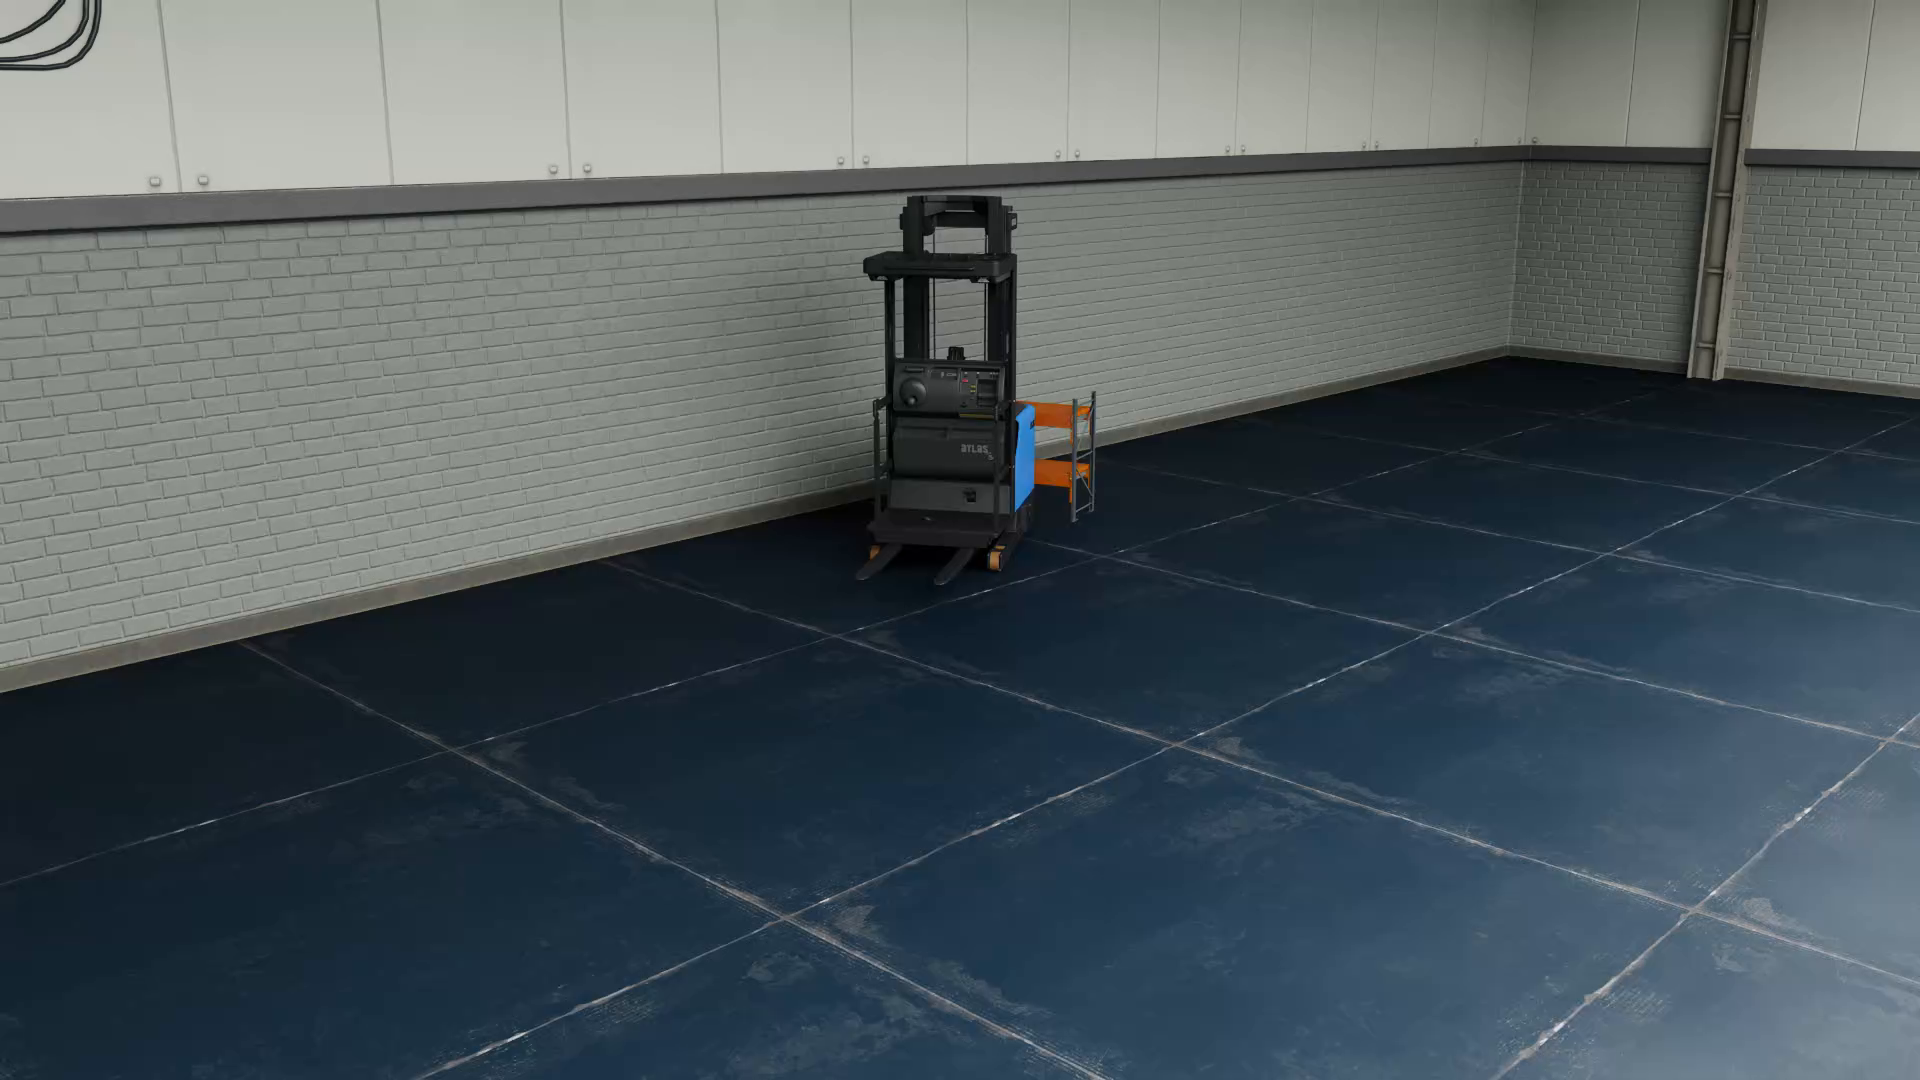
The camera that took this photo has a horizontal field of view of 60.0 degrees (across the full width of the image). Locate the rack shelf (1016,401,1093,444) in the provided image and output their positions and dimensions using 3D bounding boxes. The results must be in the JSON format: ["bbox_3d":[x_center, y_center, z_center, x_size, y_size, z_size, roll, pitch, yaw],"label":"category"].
[{"bbox_3d":[0.667,-1.104,15.276,1.000,0.278,0.538,7,16,25],"label":"rack shelf"}]

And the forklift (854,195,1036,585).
[{"bbox_3d":[-0.134,-1.265,13.474,1.130,2.935,3.031,3,15,12],"label":"forklift"}]

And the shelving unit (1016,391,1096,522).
[{"bbox_3d":[0.667,-0.820,15.350,1.048,1.125,0.538,7,16,25],"label":"shelving unit"}]

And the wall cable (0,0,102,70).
[{"bbox_3d":[-6.123,-5.012,9.077,0.169,6.003,2.305,14,20,42],"label":"wall cable"}]

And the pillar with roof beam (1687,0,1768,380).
[{"bbox_3d":[7.355,-5.827,18.948,0.400,9.000,9.100,14,20,42],"label":"pillar with roof beam"}]

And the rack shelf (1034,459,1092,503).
[{"bbox_3d":[0.667,-0.584,15.411,1.000,0.278,0.538,7,16,25],"label":"rack shelf"}]

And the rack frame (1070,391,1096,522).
[{"bbox_3d":[1.124,-0.764,15.135,0.032,1.125,0.500,7,16,25],"label":"rack frame"}]
